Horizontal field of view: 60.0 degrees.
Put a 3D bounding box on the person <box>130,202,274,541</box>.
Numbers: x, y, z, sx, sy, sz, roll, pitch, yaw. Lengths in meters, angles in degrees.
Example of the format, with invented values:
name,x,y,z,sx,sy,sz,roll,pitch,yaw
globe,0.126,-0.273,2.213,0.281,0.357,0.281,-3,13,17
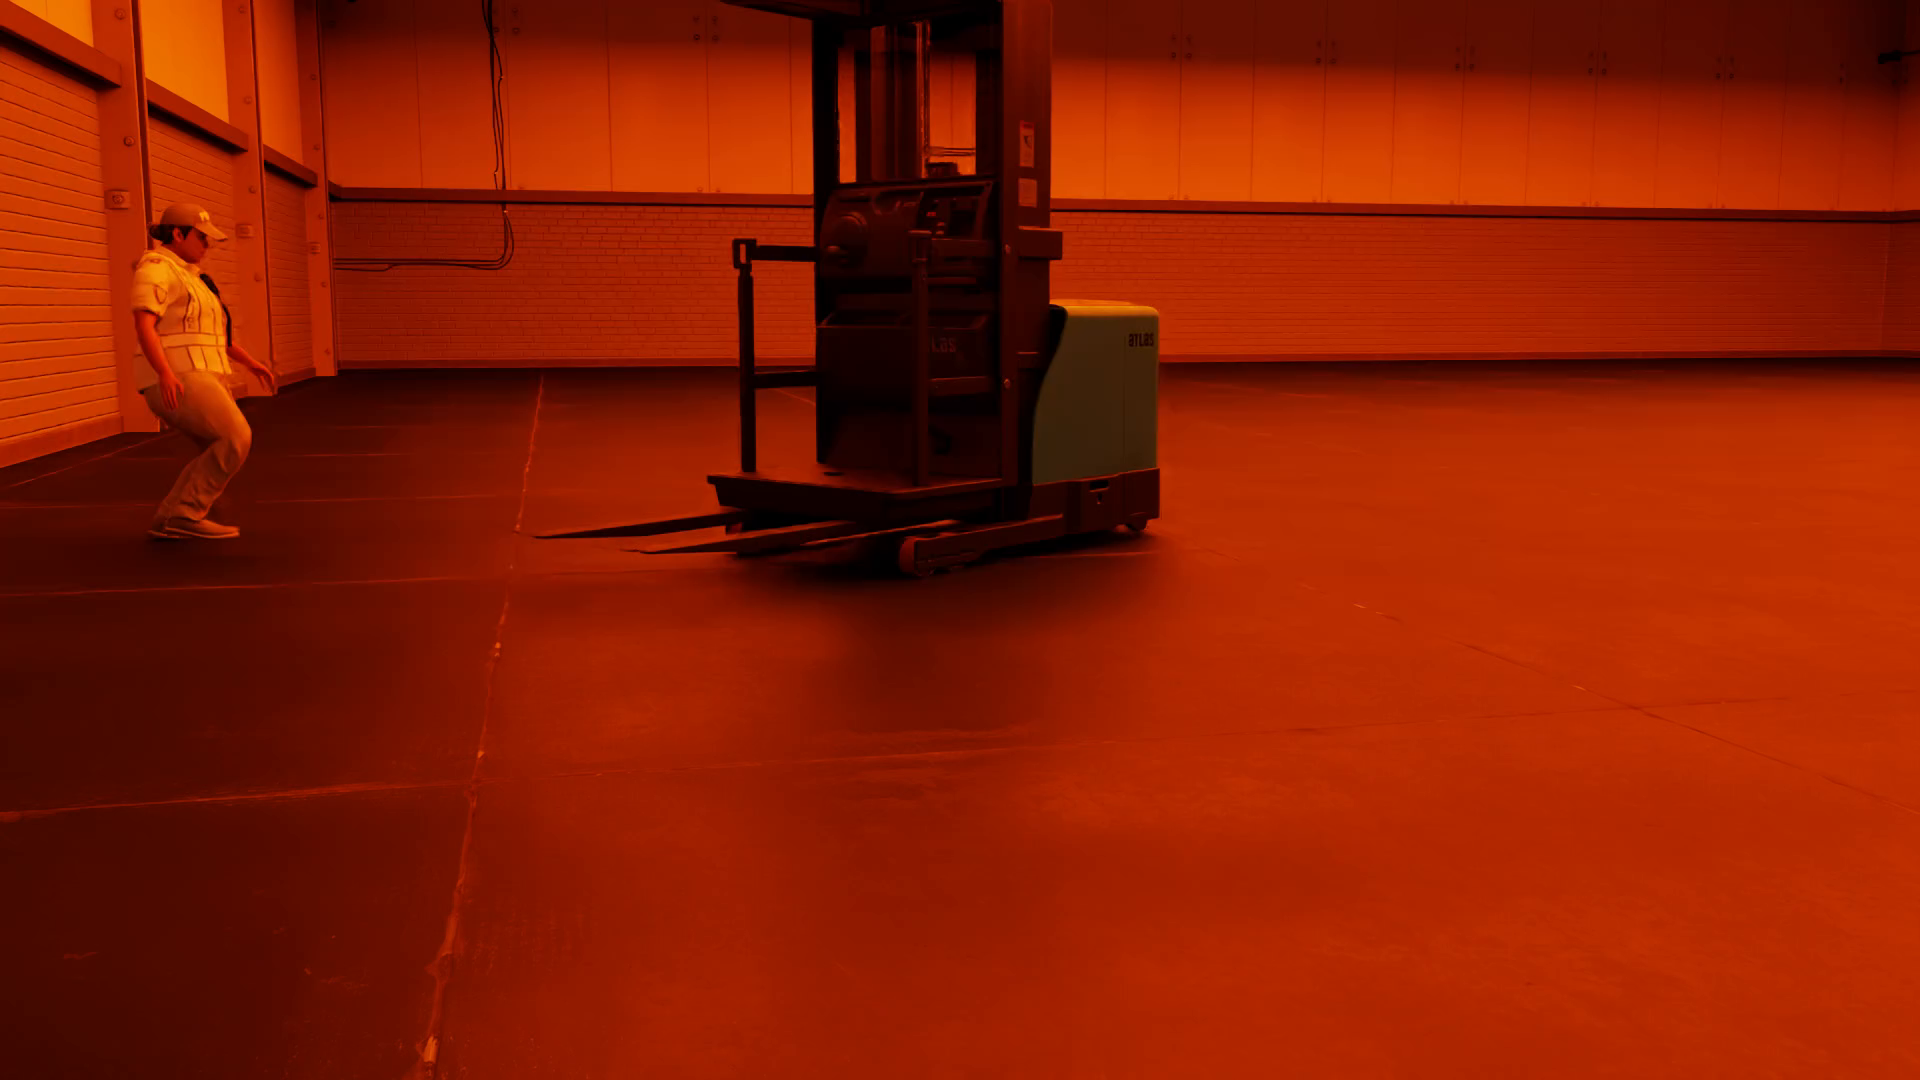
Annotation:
name,x,y,z,sx,sy,sz,roll,pitch,yaw
person,-3.422,-0.722,7.442,0.649,1.552,0.886,-1,8,-5

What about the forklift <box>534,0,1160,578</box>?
name,x,y,z,sx,sy,sz,roll,pitch,yaw
forklift,-0.371,-1.378,6.980,1.130,2.935,3.031,7,10,39
